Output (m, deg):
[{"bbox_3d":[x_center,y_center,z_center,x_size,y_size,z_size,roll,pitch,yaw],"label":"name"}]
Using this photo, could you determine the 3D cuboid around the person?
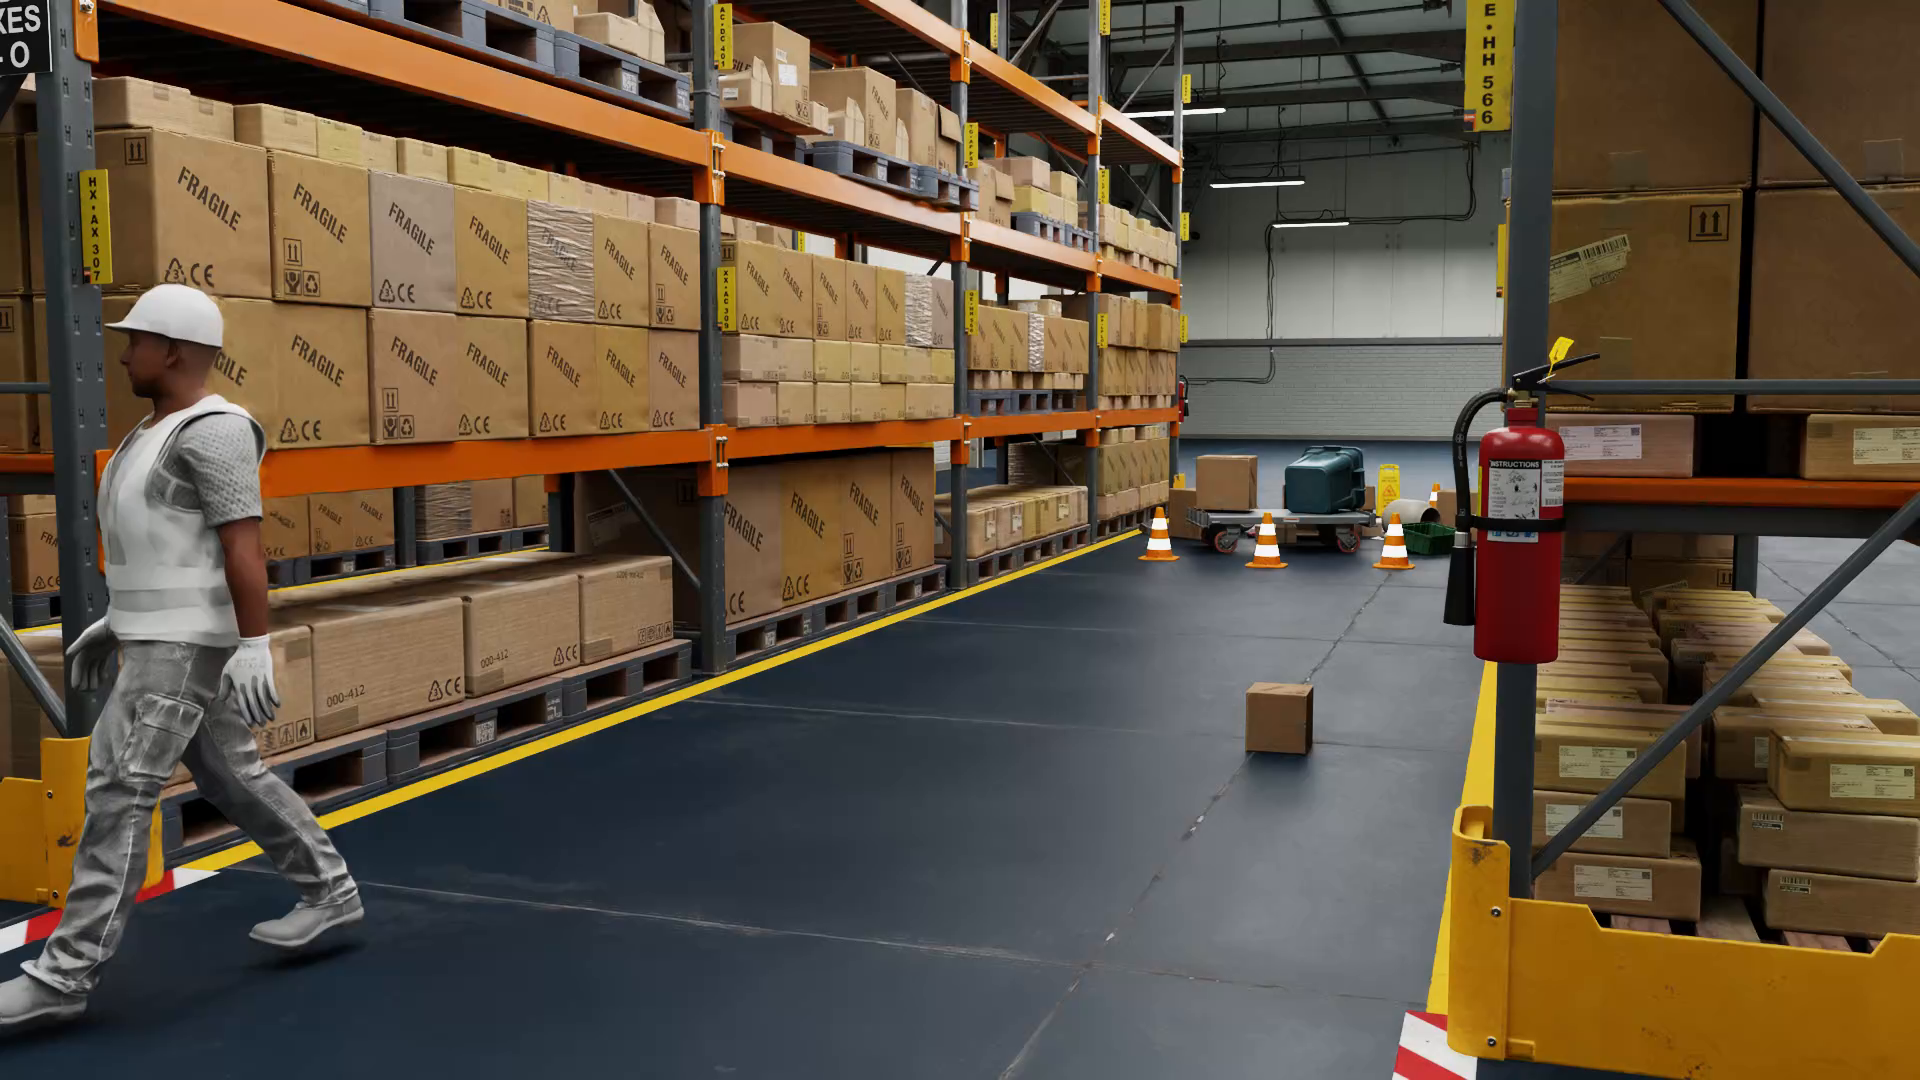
[{"bbox_3d":[-1.992,0.244,4.107,0.998,1.742,0.598,-4,6,-36],"label":"person"}]
